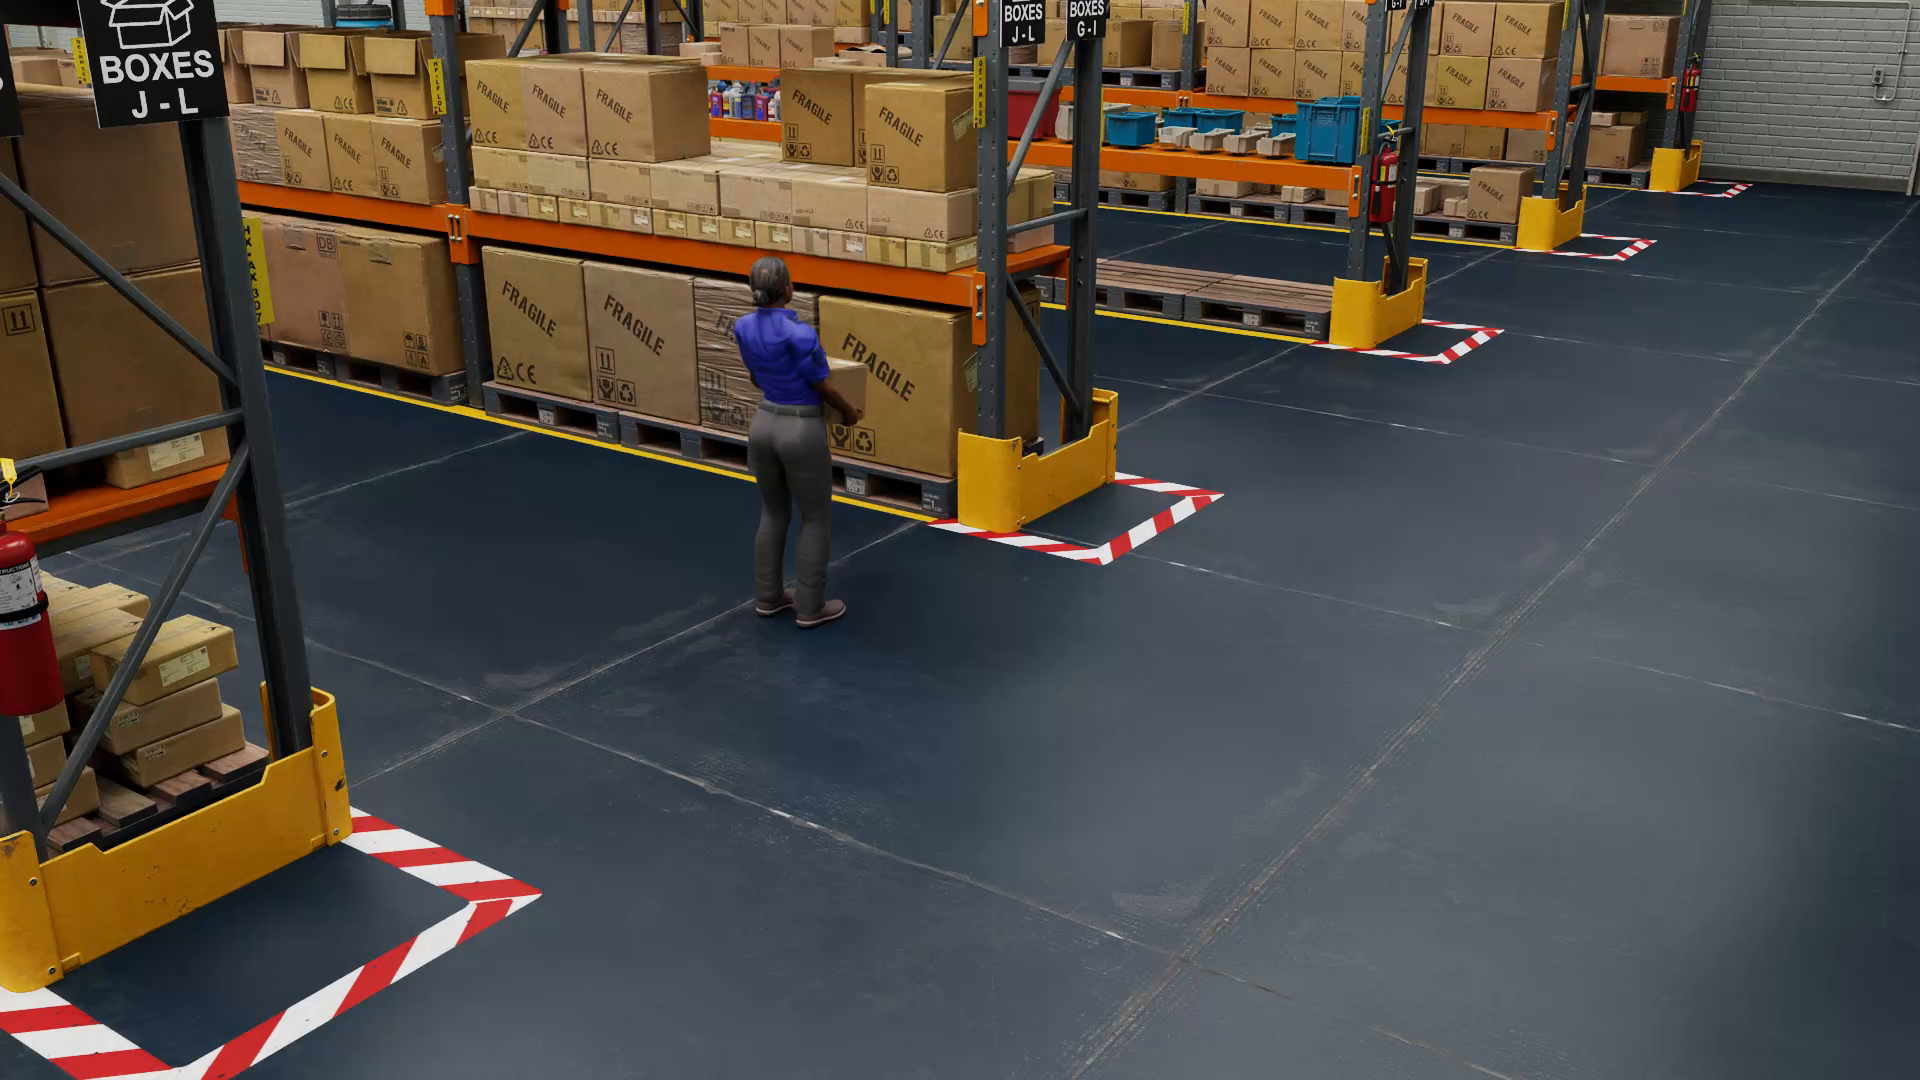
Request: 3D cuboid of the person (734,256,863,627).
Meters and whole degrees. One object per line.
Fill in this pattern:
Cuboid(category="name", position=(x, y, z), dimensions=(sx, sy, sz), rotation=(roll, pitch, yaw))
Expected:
Cuboid(category="person", position=(-0.700, -0.453, 7.344), dimensions=(0.450, 1.646, 0.523), rotation=(13, 24, 33))
